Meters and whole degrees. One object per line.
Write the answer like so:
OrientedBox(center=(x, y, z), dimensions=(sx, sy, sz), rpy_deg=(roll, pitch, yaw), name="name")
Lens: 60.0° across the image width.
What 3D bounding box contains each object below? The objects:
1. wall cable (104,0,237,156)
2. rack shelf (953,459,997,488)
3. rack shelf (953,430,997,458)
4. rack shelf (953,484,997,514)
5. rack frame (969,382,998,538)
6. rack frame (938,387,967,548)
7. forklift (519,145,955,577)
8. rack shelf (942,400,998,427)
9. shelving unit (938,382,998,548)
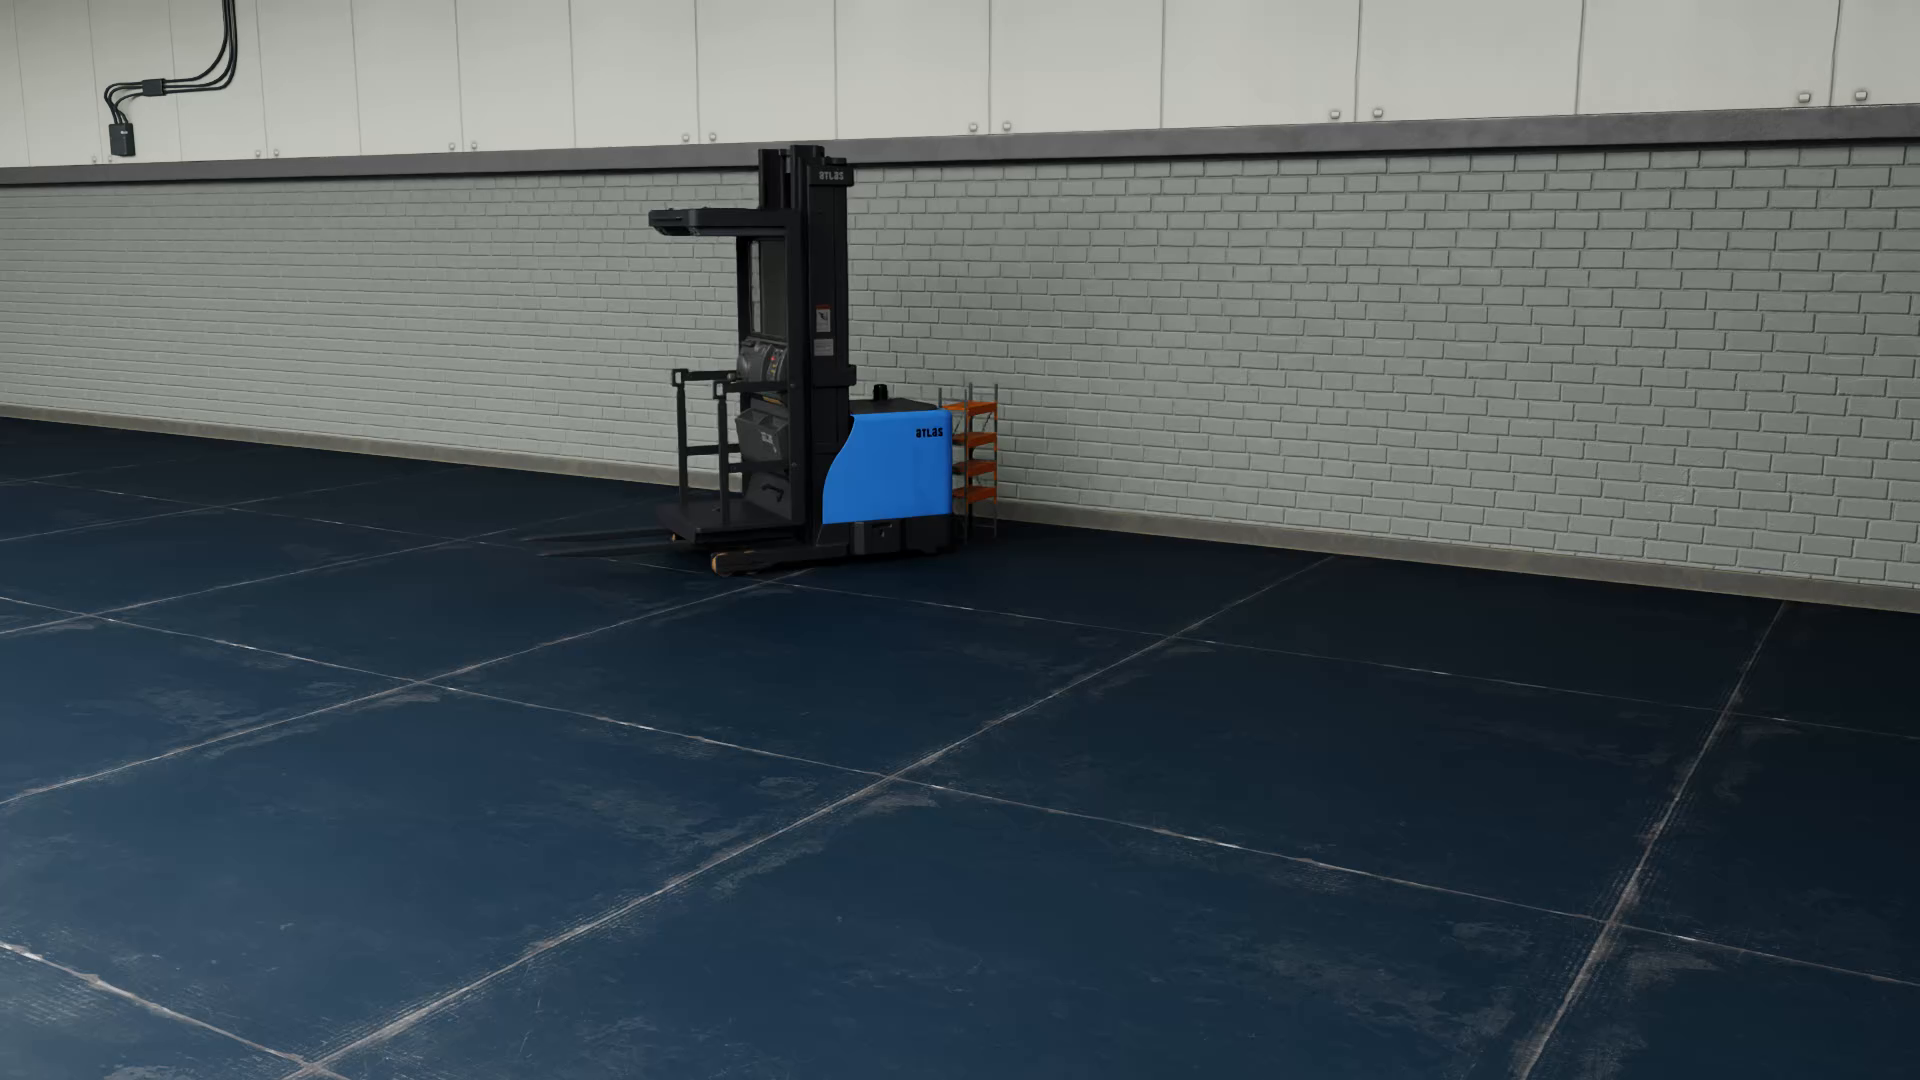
OrientedBox(center=(-8.770, -7.275, 18.034), dimensions=(2.305, 6.003, 0.169), rpy_deg=(6, 12, 31), name="wall cable")
OrientedBox(center=(0.063, -0.514, 12.717), dimensions=(0.258, 0.148, 0.480), rpy_deg=(6, 12, 28), name="rack shelf")
OrientedBox(center=(0.063, -0.733, 12.676), dimensions=(0.258, 0.148, 0.480), rpy_deg=(6, 12, 28), name="rack shelf")
OrientedBox(center=(0.063, -0.318, 12.753), dimensions=(0.258, 0.148, 0.480), rpy_deg=(6, 12, 28), name="rack shelf")
OrientedBox(center=(0.179, -0.619, 12.915), dimensions=(0.240, 1.200, 0.015), rpy_deg=(6, 12, 28), name="rack frame")
OrientedBox(center=(-0.053, -0.540, 12.493), dimensions=(0.240, 1.200, 0.015), rpy_deg=(6, 12, 28), name="rack frame")
OrientedBox(center=(-1.597, -1.296, 11.829), dimensions=(3.031, 2.935, 1.130), rpy_deg=(-5, 12, -25), name="forklift")
OrientedBox(center=(0.063, -0.966, 12.632), dimensions=(0.258, 0.148, 0.480), rpy_deg=(6, 12, 28), name="rack shelf")
OrientedBox(center=(0.063, -0.580, 12.704), dimensions=(0.258, 1.200, 0.503), rpy_deg=(6, 12, 28), name="shelving unit")
